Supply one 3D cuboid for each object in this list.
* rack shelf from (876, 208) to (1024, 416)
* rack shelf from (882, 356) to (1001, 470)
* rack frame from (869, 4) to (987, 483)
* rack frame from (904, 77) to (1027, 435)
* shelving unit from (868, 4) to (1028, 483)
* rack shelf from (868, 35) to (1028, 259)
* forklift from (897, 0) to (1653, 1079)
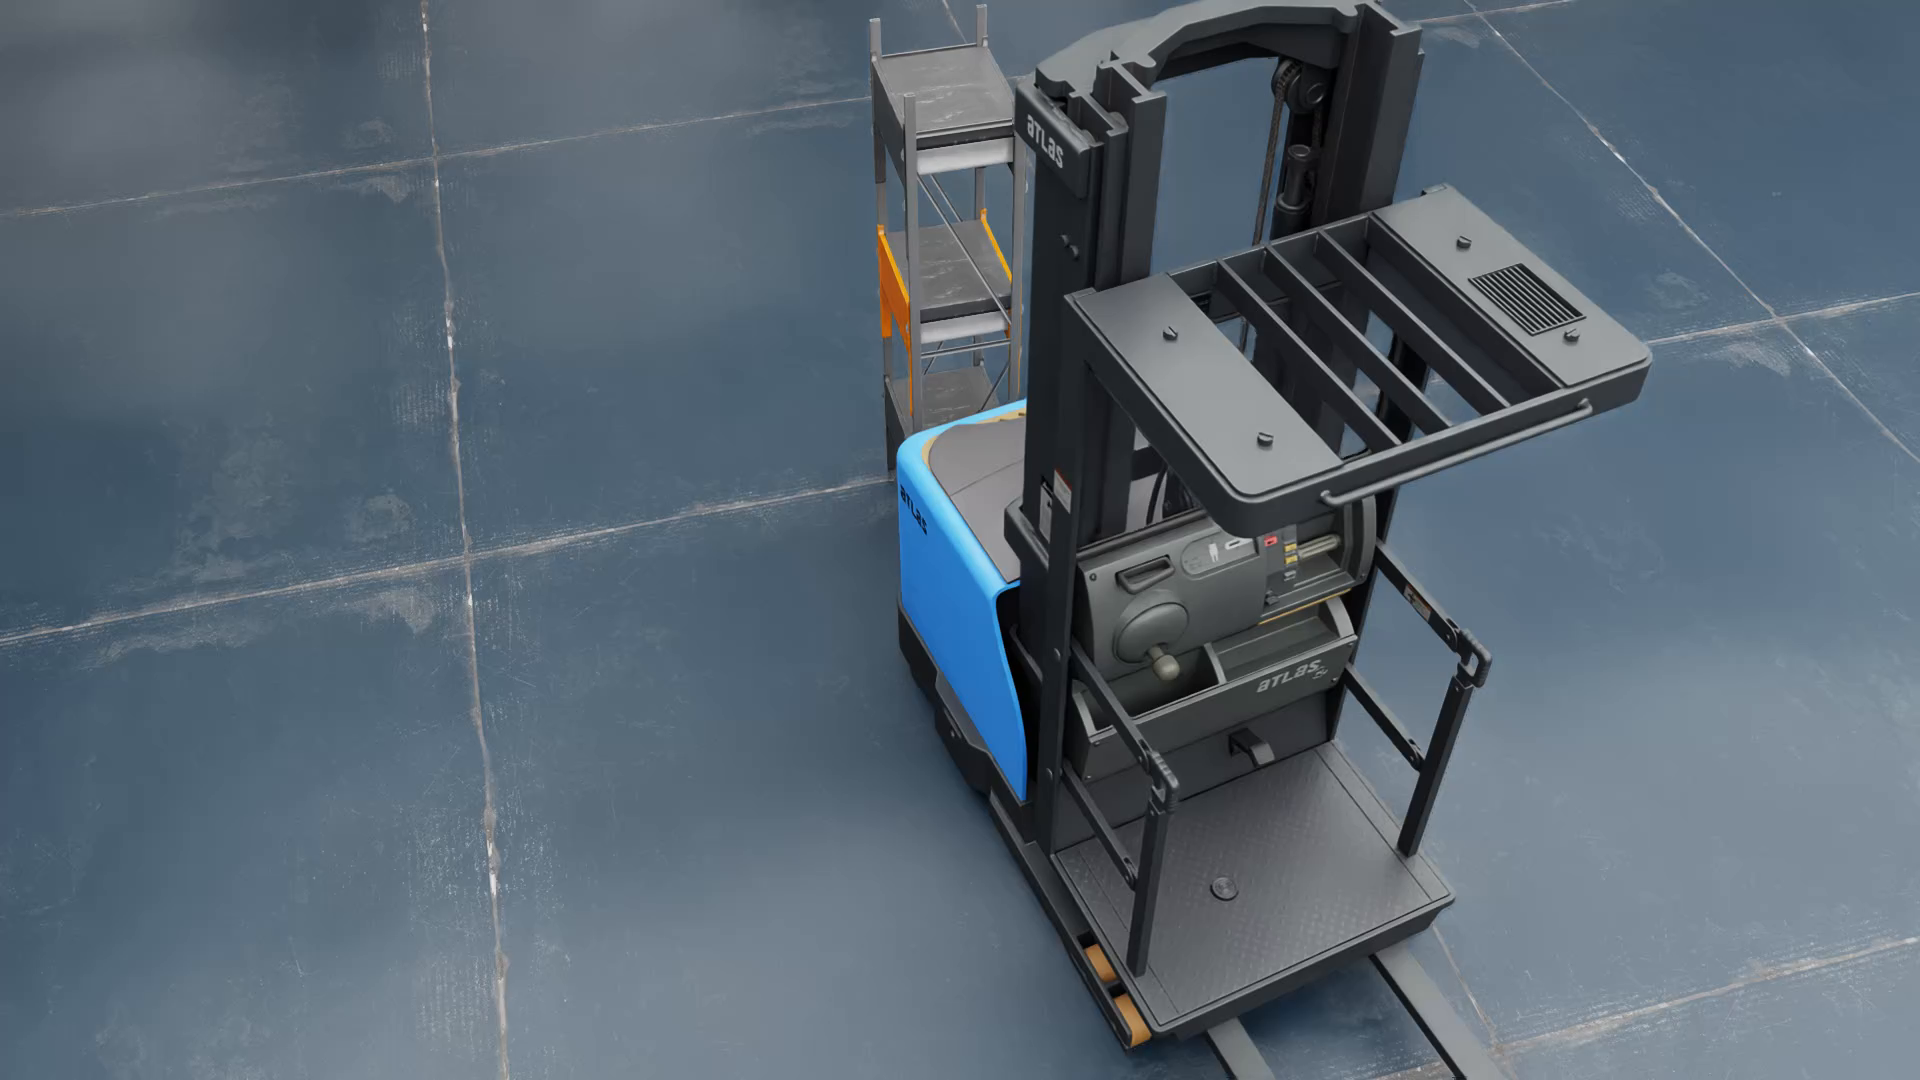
[{"bbox_3d":[-0.042,-0.840,6.122,0.431,0.518,0.480,-11,47,-10],"label":"rack shelf"},{"bbox_3d":[-0.042,-0.350,6.622,0.431,0.518,0.480,-11,47,-10],"label":"rack shelf"},{"bbox_3d":[-0.105,-1.018,6.277,0.400,2.100,0.015,-11,47,-10],"label":"rack frame"},{"bbox_3d":[0.020,-0.681,5.947,0.400,2.100,0.015,-11,47,-10],"label":"rack frame"},{"bbox_3d":[-0.042,-0.849,6.112,0.431,2.100,0.503,-11,47,-10],"label":"shelving unit"},{"bbox_3d":[-0.042,-1.330,5.622,0.431,0.518,0.480,-11,47,-10],"label":"rack shelf"},{"bbox_3d":[0.858,0.190,4.512,1.130,2.935,3.031,-19,48,-17],"label":"forklift"}]
